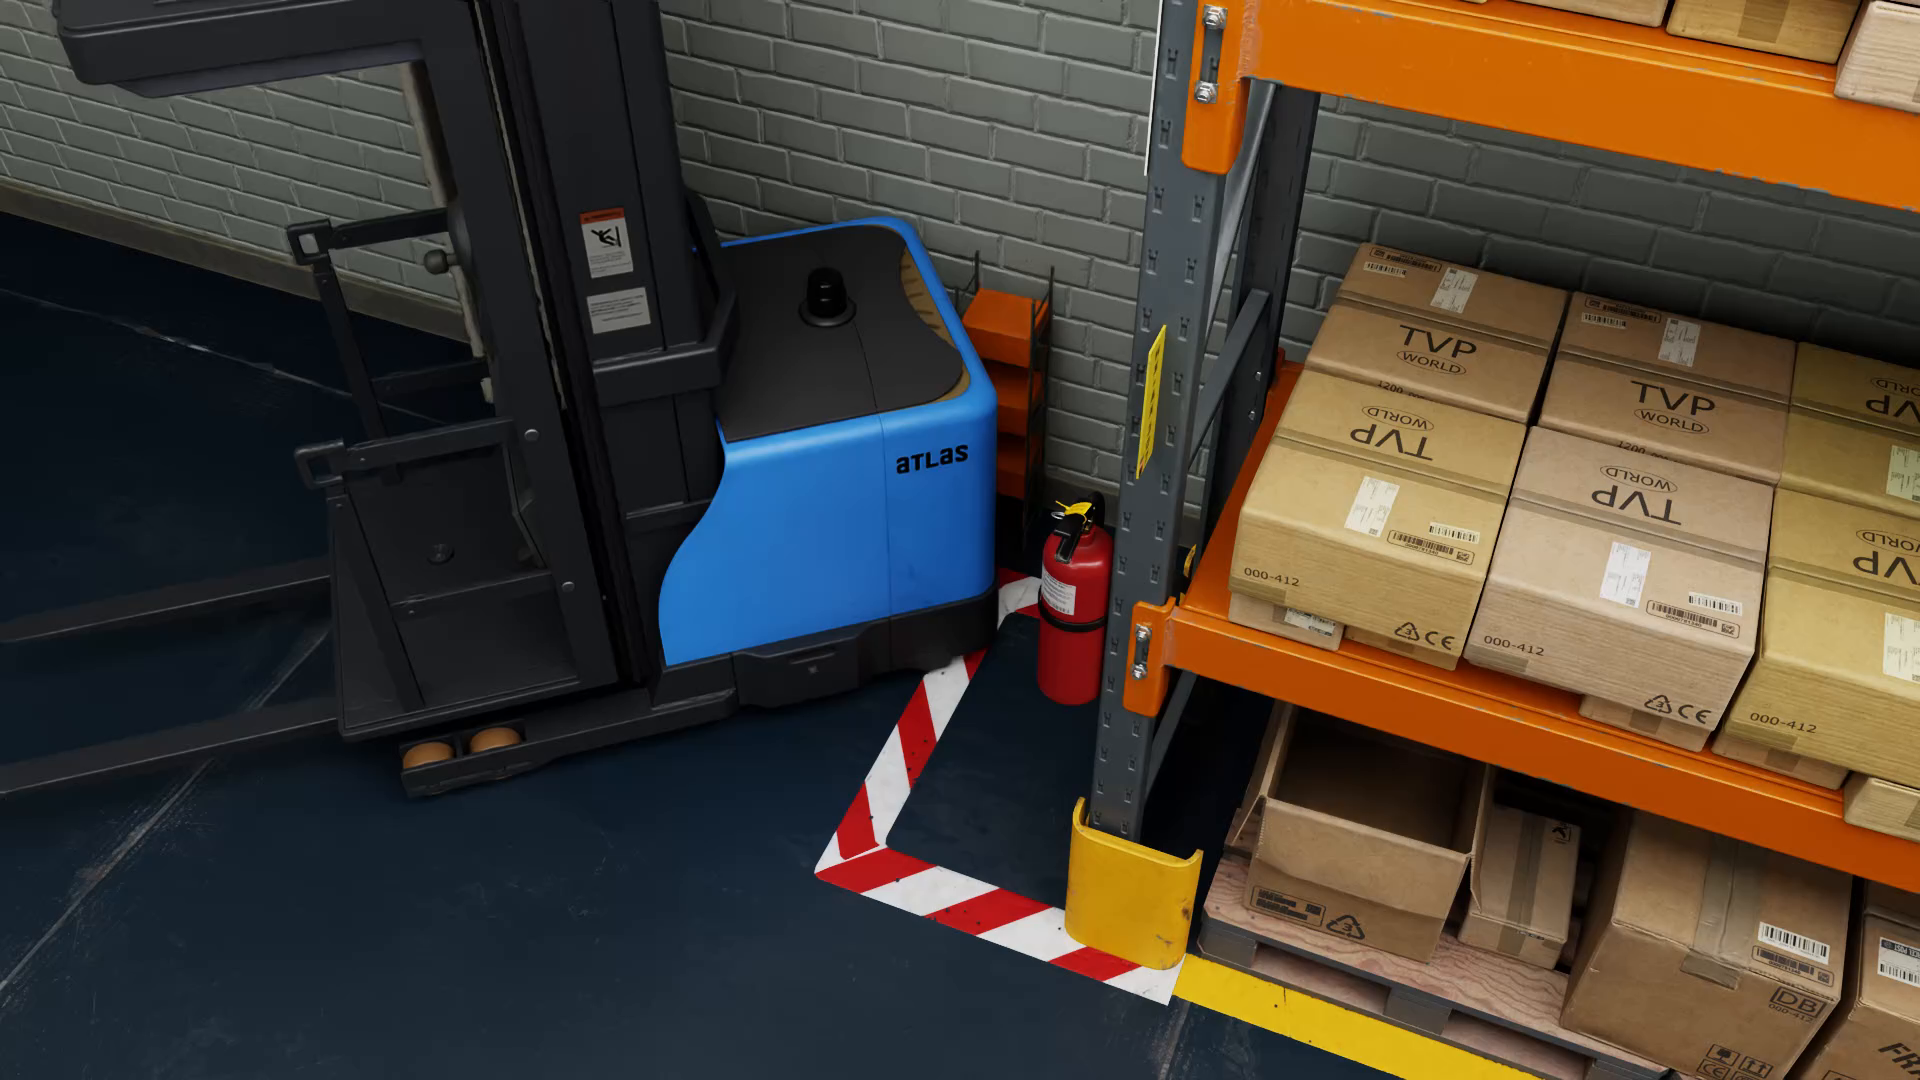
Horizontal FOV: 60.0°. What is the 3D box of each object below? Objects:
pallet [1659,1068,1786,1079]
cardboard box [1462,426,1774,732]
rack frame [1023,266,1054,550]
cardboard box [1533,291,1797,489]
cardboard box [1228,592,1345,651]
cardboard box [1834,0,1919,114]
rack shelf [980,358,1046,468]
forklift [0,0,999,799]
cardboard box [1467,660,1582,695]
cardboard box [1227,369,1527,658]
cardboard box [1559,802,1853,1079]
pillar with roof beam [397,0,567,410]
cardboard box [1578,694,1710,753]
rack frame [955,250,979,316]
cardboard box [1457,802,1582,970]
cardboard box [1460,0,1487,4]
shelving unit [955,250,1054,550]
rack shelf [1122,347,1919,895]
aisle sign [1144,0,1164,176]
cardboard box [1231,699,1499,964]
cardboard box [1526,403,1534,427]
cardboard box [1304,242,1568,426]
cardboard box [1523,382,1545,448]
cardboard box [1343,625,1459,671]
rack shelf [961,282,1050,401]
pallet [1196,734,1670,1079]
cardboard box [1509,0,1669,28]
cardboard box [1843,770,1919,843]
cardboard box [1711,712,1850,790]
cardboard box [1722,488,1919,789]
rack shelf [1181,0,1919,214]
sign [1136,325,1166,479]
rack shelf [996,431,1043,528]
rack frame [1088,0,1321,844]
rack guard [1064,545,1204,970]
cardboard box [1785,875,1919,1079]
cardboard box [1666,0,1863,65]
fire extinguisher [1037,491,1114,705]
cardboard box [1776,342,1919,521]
[{"bbox_3d":[2.514,1.242,4.353,1.213,0.211,1.003,16,47,16],"label":"pallet"},{"bbox_3d":[1.366,0.067,3.451,0.500,0.250,0.500,17,47,16],"label":"cardboard box"},{"bbox_3d":[0.252,-0.404,5.411,0.008,1.050,0.200,14,47,14],"label":"rack frame"},{"bbox_3d":[1.588,-0.275,3.795,0.500,0.250,0.500,17,47,16],"label":"cardboard box"},{"bbox_3d":[0.784,0.041,3.760,0.250,0.149,0.380,16,47,16],"label":"cardboard box"},{"bbox_3d":[1.463,-0.782,2.461,0.250,0.149,0.380,17,47,17],"label":"cardboard box"},{"bbox_3d":[0.138,-0.425,5.448,0.240,0.259,0.215,14,47,14],"label":"rack shelf"},{"bbox_3d":[-1.454,-0.694,4.370,3.031,2.935,1.130,-12,46,-12],"label":"forklift"},{"bbox_3d":[1.292,0.129,3.672,0.250,0.149,0.380,16,47,15],"label":"cardboard box"},{"bbox_3d":[0.901,-0.069,3.588,0.500,0.250,0.500,17,47,16],"label":"cardboard box"},{"bbox_3d":[1.888,0.907,4.186,0.500,0.500,0.700,18,48,17],"label":"cardboard box"},{"bbox_3d":[-3.213,-0.959,0.334,0.400,9.000,9.100,16,47,16],"label":"pillar with roof beam"},{"bbox_3d":[1.502,0.237,3.563,0.250,0.149,0.380,18,48,17],"label":"cardboard box"},{"bbox_3d":[0.023,-0.462,5.470,0.008,1.050,0.200,14,47,14],"label":"rack frame"},{"bbox_3d":[1.491,0.915,4.428,0.250,0.149,0.380,15,47,14],"label":"cardboard box"},{"bbox_3d":[0.791,-1.052,2.732,0.250,0.149,0.380,17,47,17],"label":"cardboard box"},{"bbox_3d":[0.138,-0.433,5.441,0.252,1.050,0.215,14,47,14],"label":"shelving unit"},{"bbox_3d":[2.432,0.482,3.649,4.000,0.370,1.077,16,47,16],"label":"rack shelf"},{"bbox_3d":[0.410,-1.065,2.850,0.004,0.787,0.394,16,47,16],"label":"aisle sign"},{"bbox_3d":[1.114,0.648,4.444,0.637,0.503,0.797,15,47,14],"label":"cardboard box"},{"bbox_3d":[1.206,-0.202,4.005,0.250,0.149,0.380,18,48,17],"label":"cardboard box"},{"bbox_3d":[1.113,-0.416,3.937,0.500,0.250,0.500,18,48,17],"label":"cardboard box"},{"bbox_3d":[1.483,-0.186,3.989,0.250,0.149,0.380,15,47,15],"label":"cardboard box"},{"bbox_3d":[1.036,0.080,3.721,0.250,0.149,0.380,17,47,17],"label":"cardboard box"},{"bbox_3d":[0.138,-0.626,5.248,0.240,0.259,0.215,14,47,14],"label":"rack shelf"},{"bbox_3d":[1.392,0.909,4.687,1.213,0.211,1.003,16,47,16],"label":"pallet"},{"bbox_3d":[1.043,-0.998,2.678,0.250,0.149,0.380,17,47,17],"label":"cardboard box"},{"bbox_3d":[1.954,0.423,3.376,0.250,0.149,0.380,15,47,15],"label":"cardboard box"},{"bbox_3d":[1.749,0.306,3.494,0.250,0.149,0.380,17,47,16],"label":"cardboard box"},{"bbox_3d":[1.835,0.203,3.315,0.500,0.250,0.500,16,47,15],"label":"cardboard box"},{"bbox_3d":[2.432,-0.581,2.591,4.000,0.370,1.077,16,47,16],"label":"rack shelf"},{"bbox_3d":[0.377,-0.269,3.280,0.005,0.325,0.100,16,47,16],"label":"sign"},{"bbox_3d":[0.138,-0.228,5.644,0.240,0.259,0.215,14,47,14],"label":"rack shelf"},{"bbox_3d":[0.586,-0.316,3.941,0.127,3.000,1.000,16,47,16],"label":"rack frame"},{"bbox_3d":[0.656,0.591,4.802,0.348,0.500,1.175,16,47,16],"label":"rack guard"},{"bbox_3d":[2.337,1.115,3.977,0.500,0.500,0.500,17,47,17],"label":"cardboard box"},{"bbox_3d":[1.273,-0.917,2.597,0.250,0.149,0.380,17,47,16],"label":"cardboard box"},{"bbox_3d":[0.272,0.105,3.837,0.183,0.674,0.296,16,47,16],"label":"fire extinguisher"},{"bbox_3d":[2.043,-0.137,3.657,0.500,0.250,0.500,18,48,17],"label":"cardboard box"}]
